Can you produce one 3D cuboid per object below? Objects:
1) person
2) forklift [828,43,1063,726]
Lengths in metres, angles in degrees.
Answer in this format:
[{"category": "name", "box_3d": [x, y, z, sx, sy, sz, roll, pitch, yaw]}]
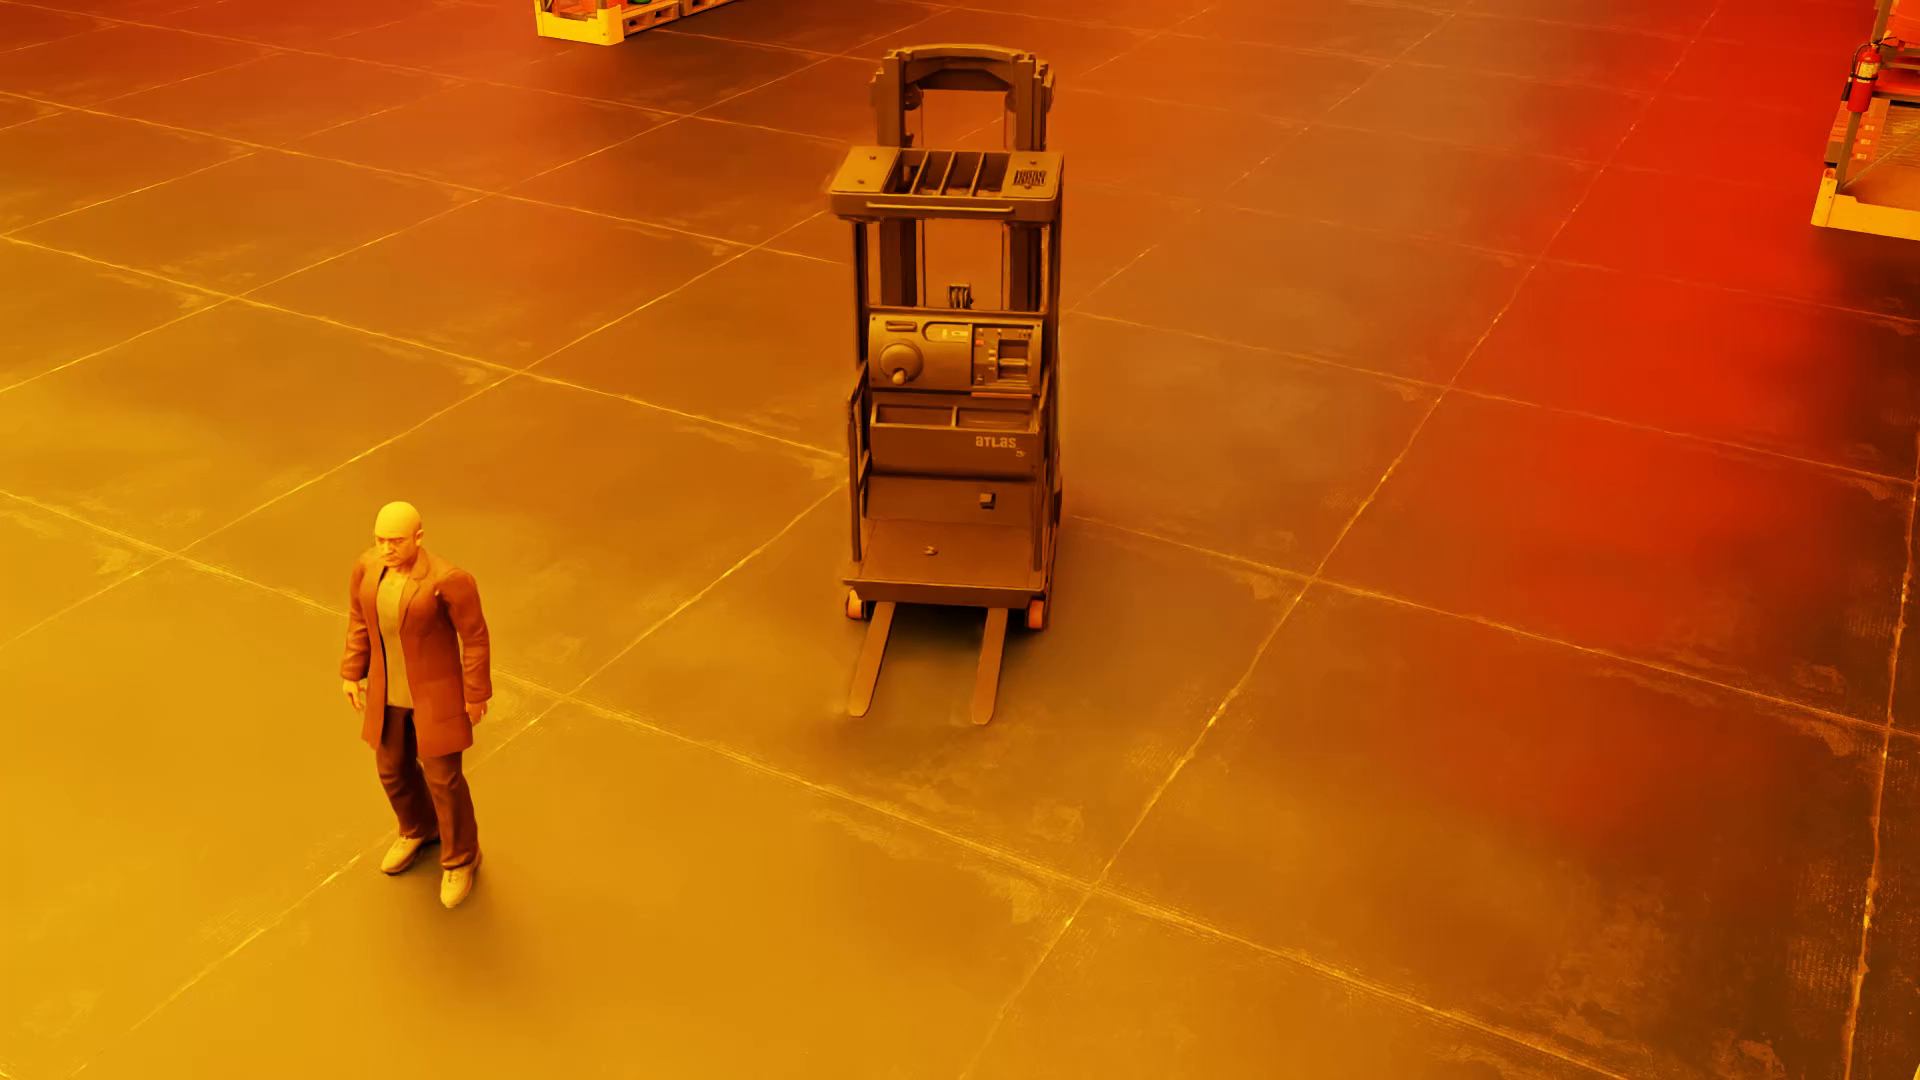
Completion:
[{"category": "person", "box_3d": [-2.344, 0.691, 7.061, 0.681, 1.802, 0.511, 9, 31, 15]}, {"category": "forklift", "box_3d": [-0.046, -0.956, 8.727, 1.130, 2.935, 3.031, 3, 30, 5]}]
